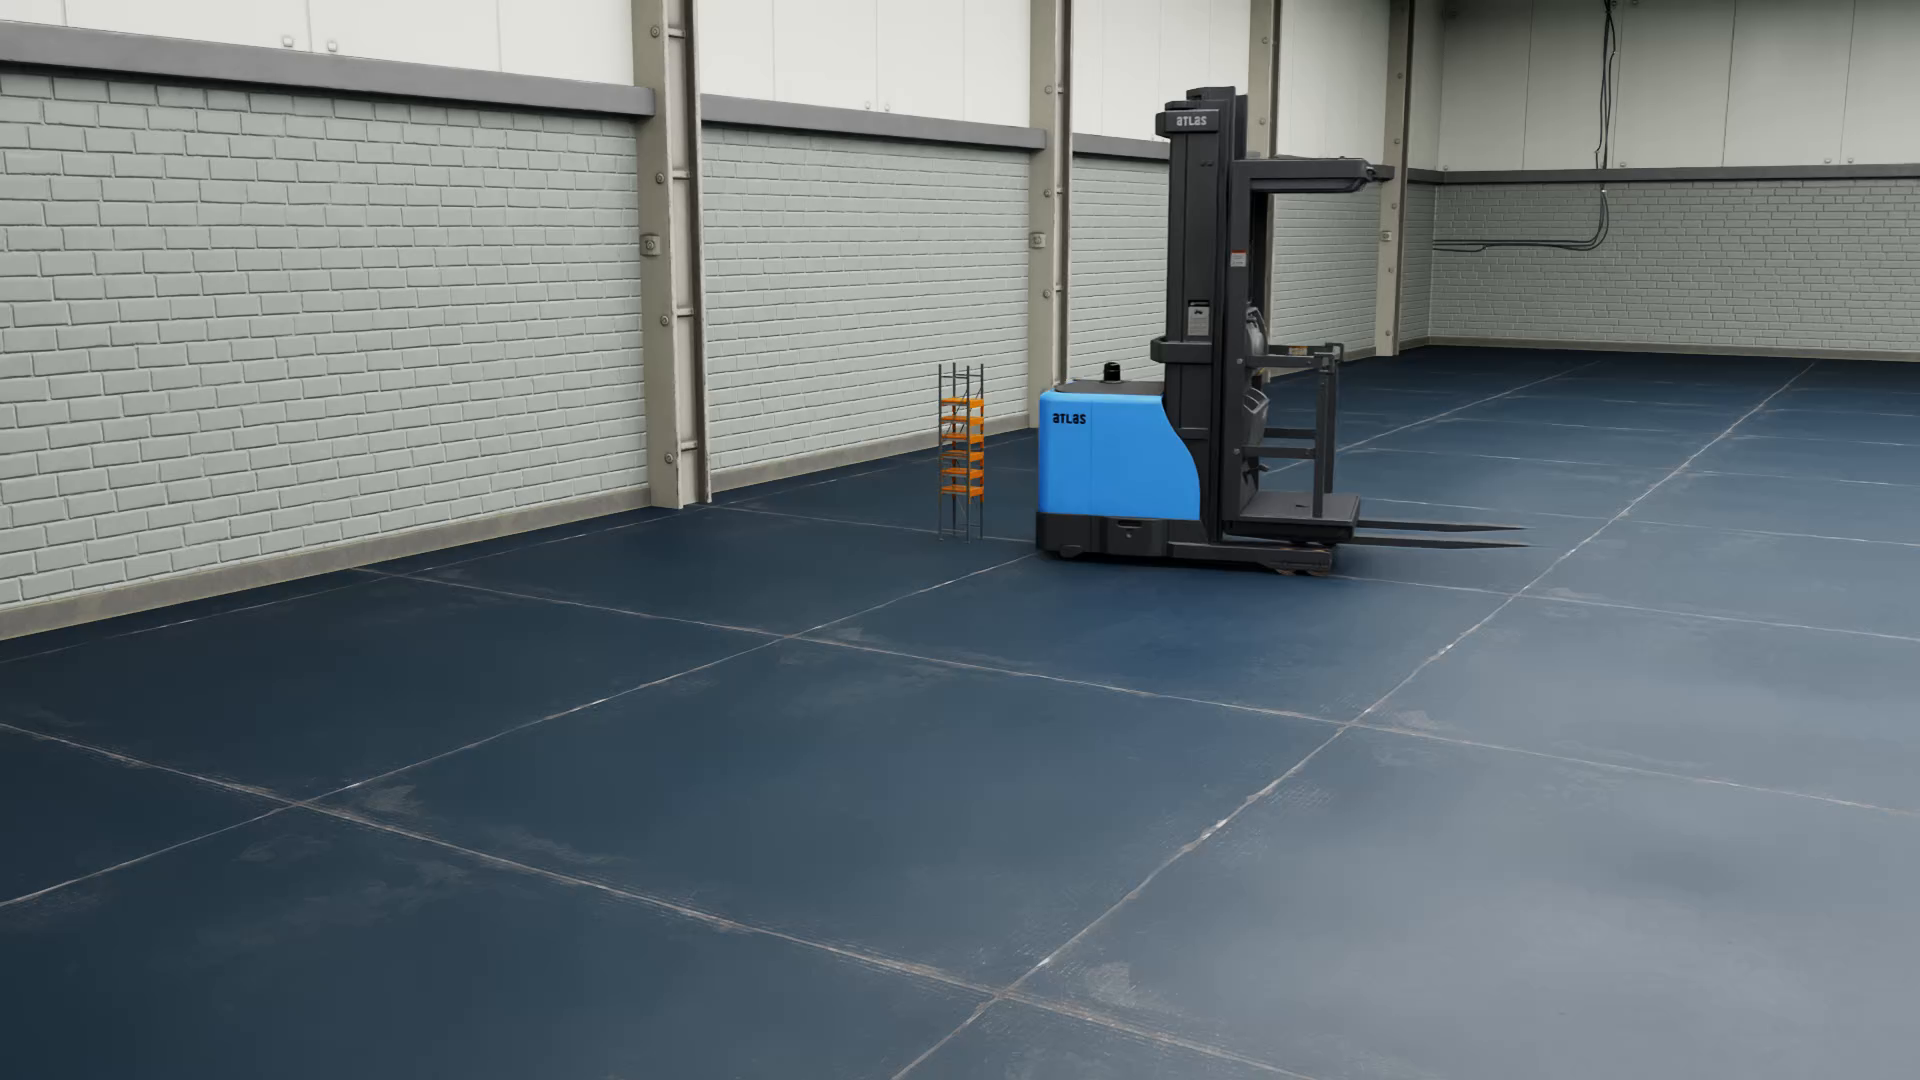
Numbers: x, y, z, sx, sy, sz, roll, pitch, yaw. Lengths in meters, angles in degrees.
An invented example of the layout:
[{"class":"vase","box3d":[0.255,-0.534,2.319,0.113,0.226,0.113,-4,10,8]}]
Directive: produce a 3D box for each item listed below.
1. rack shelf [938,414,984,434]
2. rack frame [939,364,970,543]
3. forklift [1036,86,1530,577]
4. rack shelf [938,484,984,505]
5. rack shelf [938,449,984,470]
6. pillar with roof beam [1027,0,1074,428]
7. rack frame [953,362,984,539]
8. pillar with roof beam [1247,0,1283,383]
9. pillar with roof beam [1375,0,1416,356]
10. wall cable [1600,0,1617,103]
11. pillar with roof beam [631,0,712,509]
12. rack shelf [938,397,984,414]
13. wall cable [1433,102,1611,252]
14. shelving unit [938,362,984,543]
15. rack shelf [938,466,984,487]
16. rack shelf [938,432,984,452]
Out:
[{"class":"rack shelf","box3d":[0.008,-0.784,11.234,0.258,0.103,0.180,6,12,31]},{"class":"rack frame","box3d":[-0.040,-0.578,11.194,0.240,1.200,0.006,6,12,31]},{"class":"forklift","box3d":[2.063,-1.326,10.486,3.031,2.935,1.130,3,11,16]},{"class":"rack shelf","box3d":[0.008,-0.312,11.323,0.258,0.103,0.180,6,12,31]},{"class":"rack shelf","box3d":[0.008,-0.548,11.279,0.258,0.103,0.180,6,12,31]},{"class":"pillar with roof beam","box3d":[4.627,-5.238,14.895,9.100,9.000,0.400,6,12,31]},{"class":"rack frame","box3d":[0.055,-0.606,11.347,0.240,1.200,0.006,6,12,31]},{"class":"pillar with roof beam","box3d":[7.742,-6.182,19.935,9.100,9.000,0.400,6,12,31]},{"class":"pillar with roof beam","box3d":[10.857,-7.126,24.975,9.100,9.000,0.400,6,12,31]},{"class":"wall cable","box3d":[12.150,-8.571,27.413,3.097,2.526,0.112,6,12,31]},{"class":"pillar with roof beam","box3d":[1.512,-4.295,9.854,9.100,9.000,0.400,6,12,31]},{"class":"rack shelf","box3d":[0.008,-0.902,11.212,0.258,0.103,0.180,6,12,31]},{"class":"wall cable","box3d":[9.838,-6.348,29.258,3.097,2.526,0.112,6,12,31]},{"class":"shelving unit","box3d":[0.008,-0.592,11.270,0.258,1.200,0.189,6,12,31]},{"class":"rack shelf","box3d":[0.008,-0.430,11.301,0.258,0.103,0.180,6,12,31]},{"class":"rack shelf","box3d":[0.008,-0.666,11.257,0.258,0.103,0.180,6,12,31]}]
